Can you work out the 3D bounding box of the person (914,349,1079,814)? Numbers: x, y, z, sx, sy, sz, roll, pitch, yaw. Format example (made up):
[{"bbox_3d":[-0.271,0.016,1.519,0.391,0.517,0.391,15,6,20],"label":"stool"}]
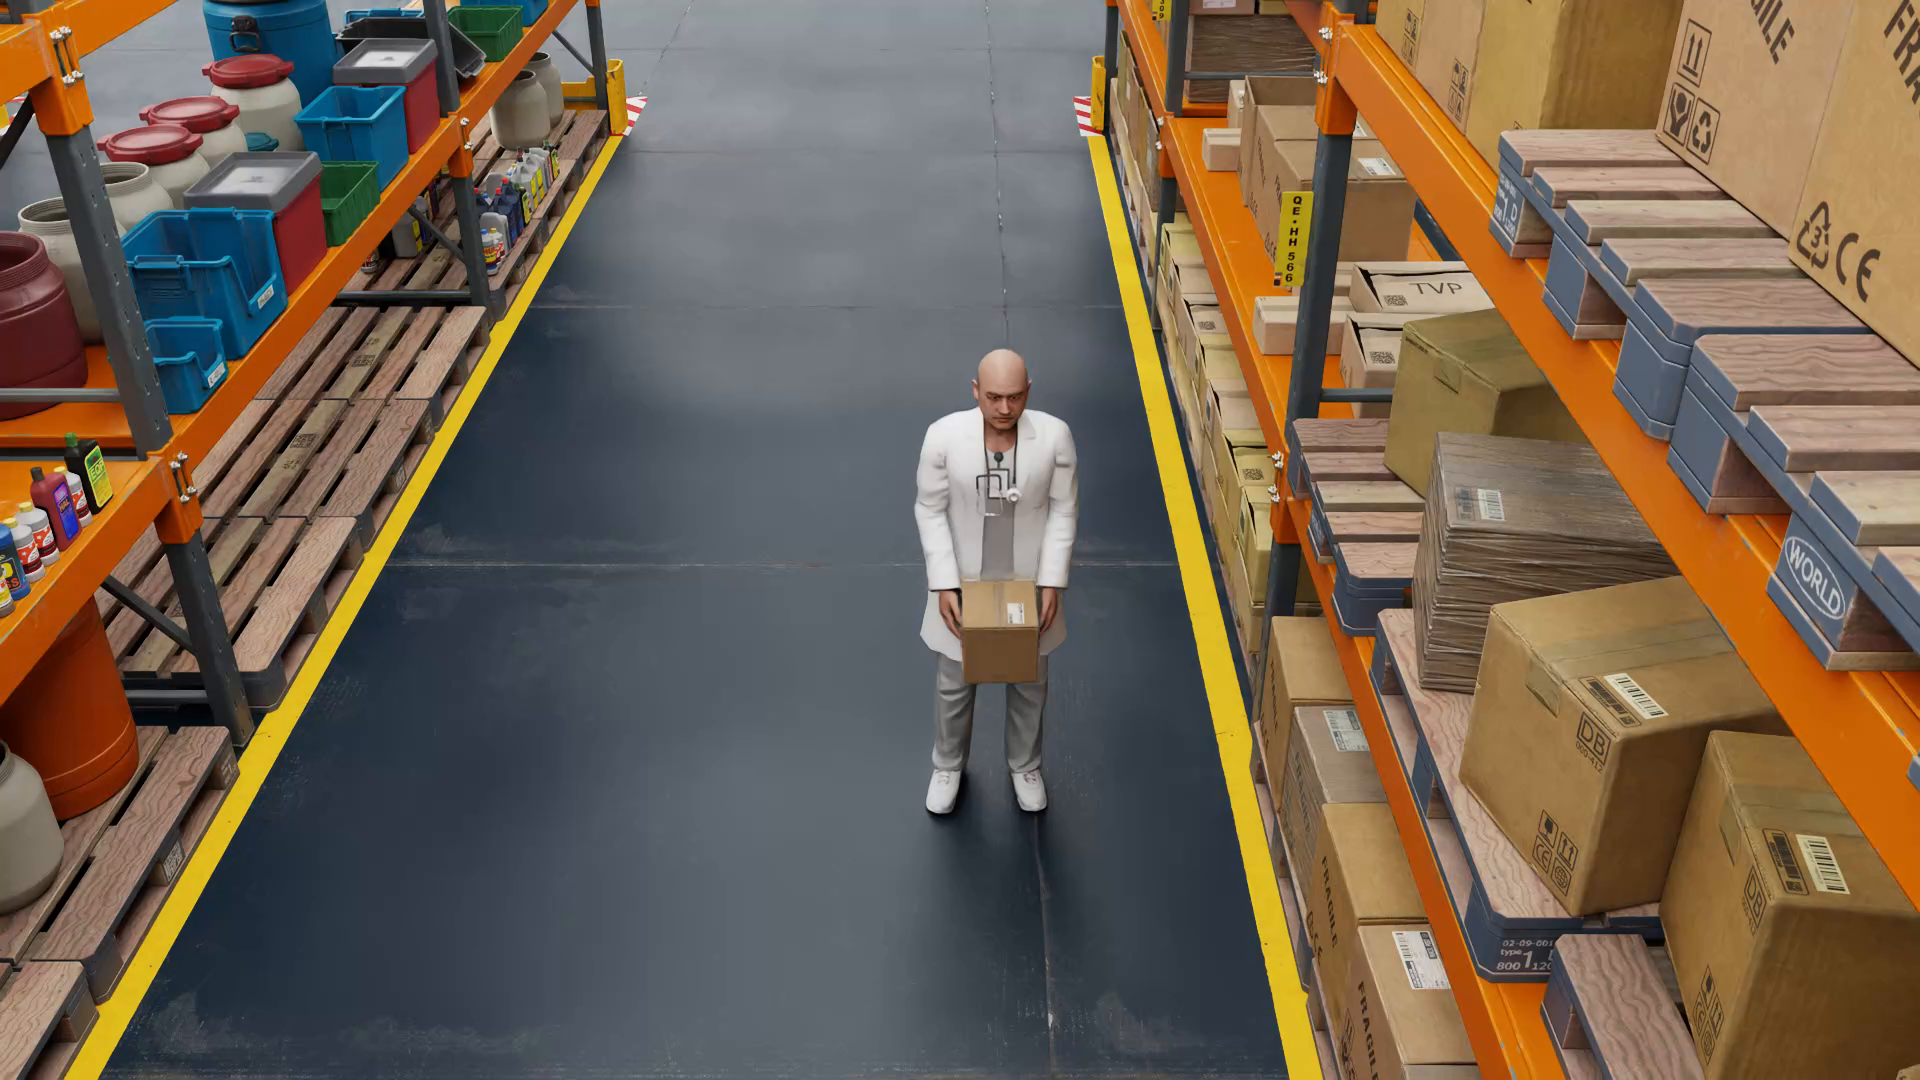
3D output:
[{"bbox_3d":[0.129,0.225,5.875,0.575,1.672,0.467,-1,31,-1],"label":"person"}]
